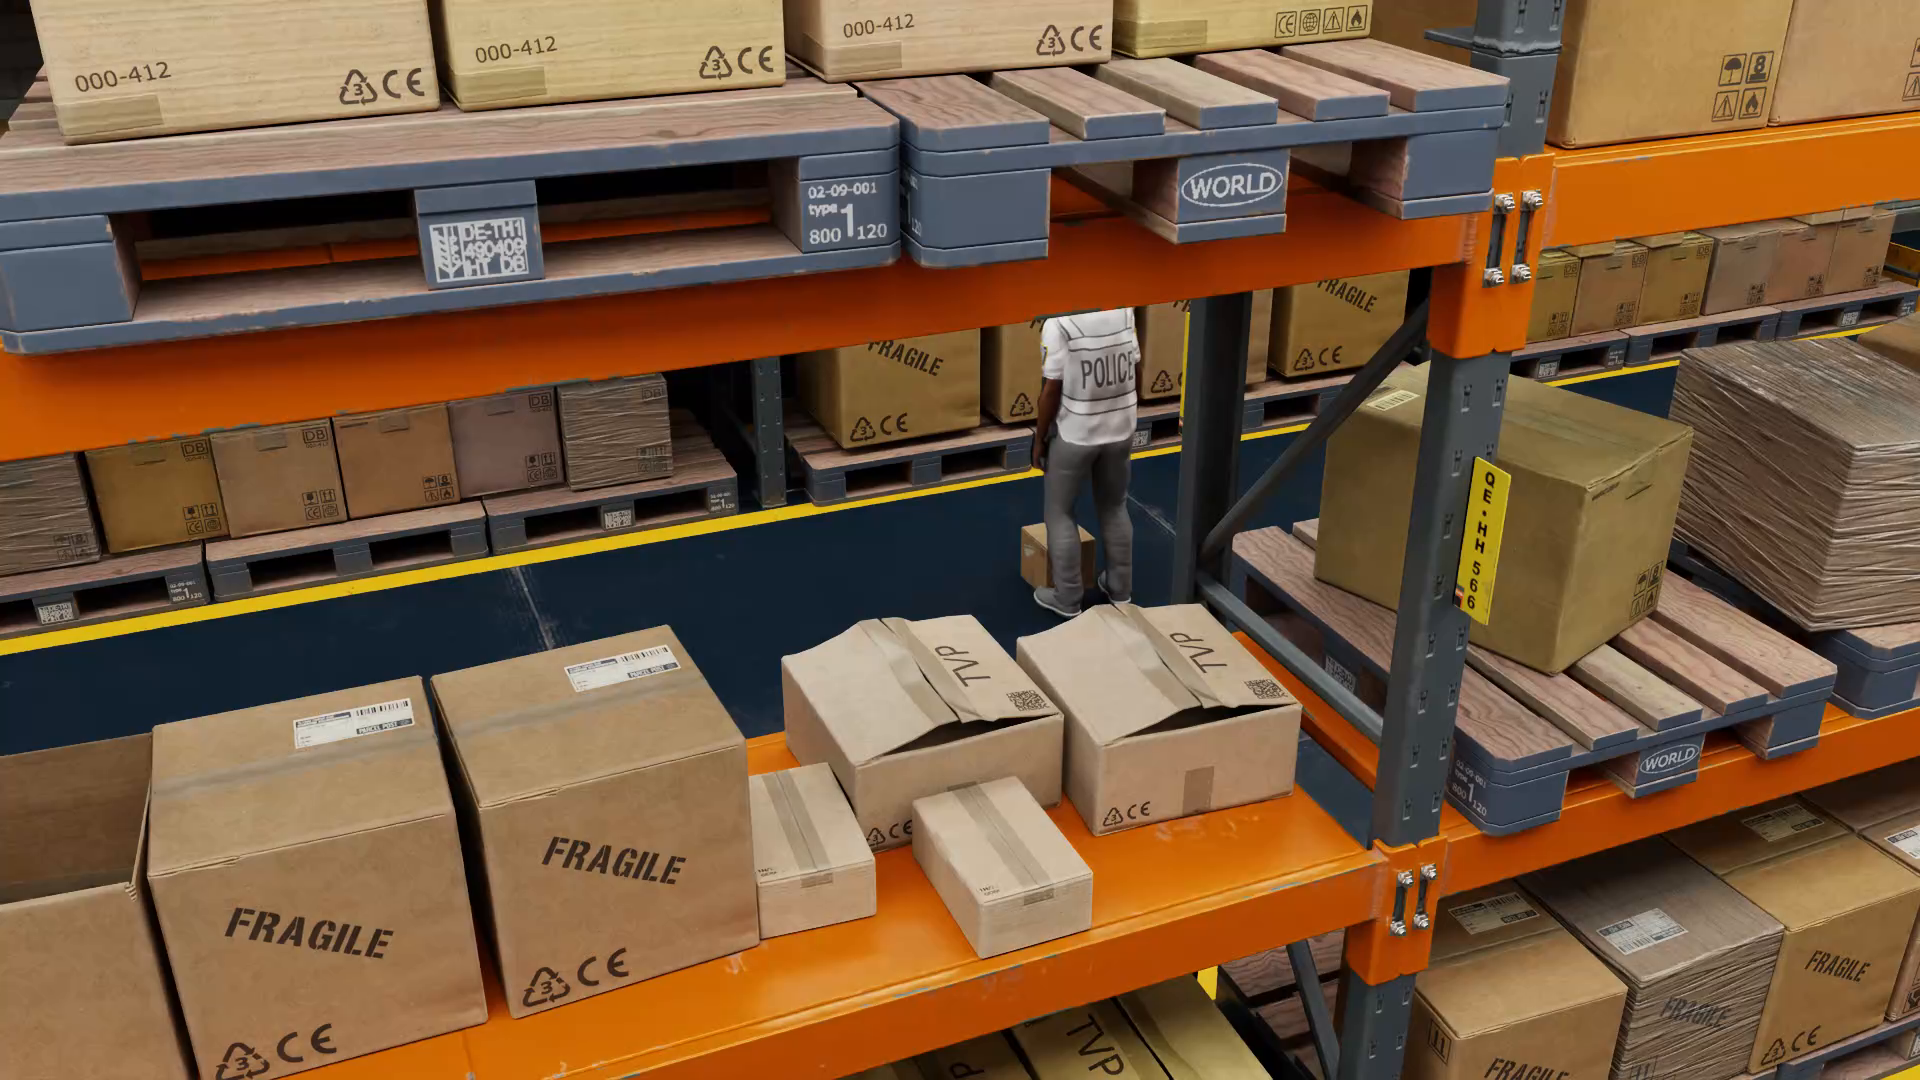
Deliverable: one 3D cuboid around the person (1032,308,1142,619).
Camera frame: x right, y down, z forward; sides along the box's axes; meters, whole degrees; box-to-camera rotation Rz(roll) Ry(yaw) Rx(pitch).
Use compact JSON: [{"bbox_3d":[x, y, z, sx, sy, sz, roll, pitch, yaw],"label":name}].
[{"bbox_3d":[0.544,-0.457,7.048,0.524,1.658,0.395,-12,29,-23],"label":"person"}]
